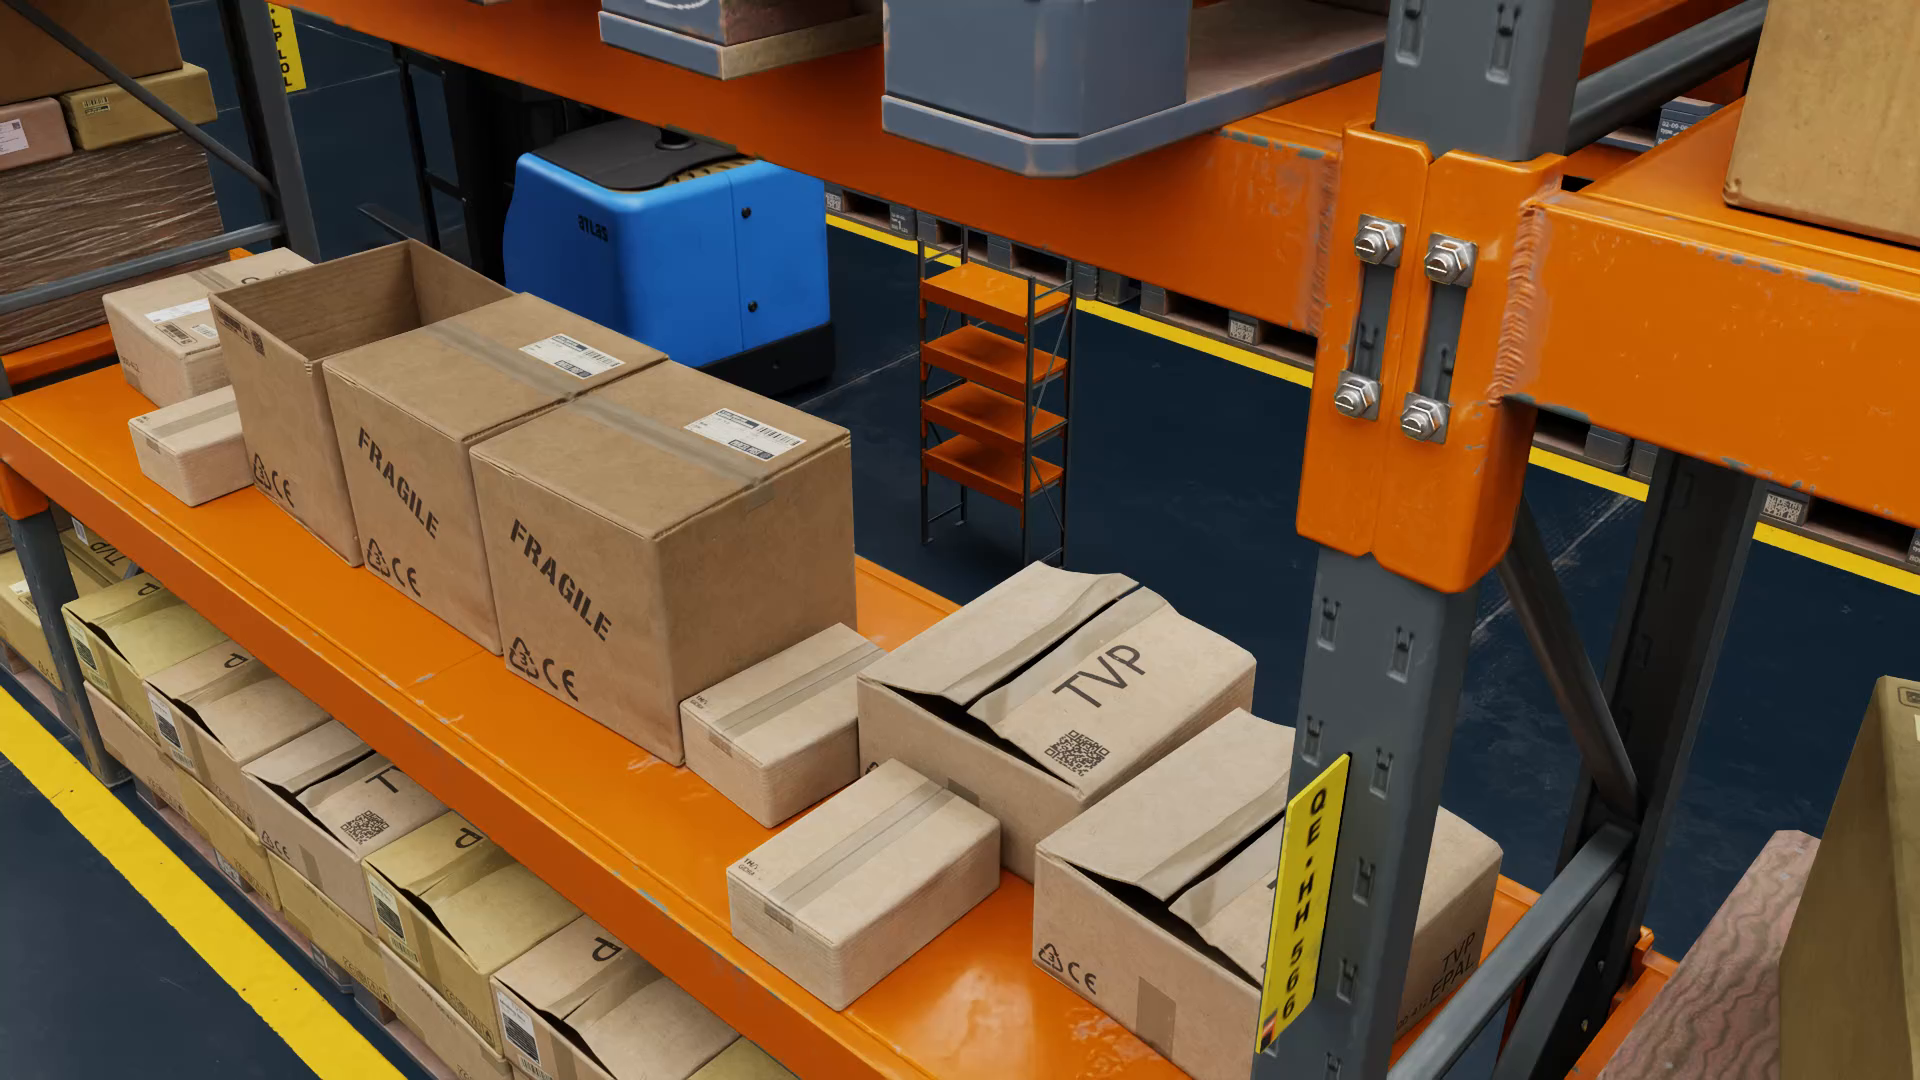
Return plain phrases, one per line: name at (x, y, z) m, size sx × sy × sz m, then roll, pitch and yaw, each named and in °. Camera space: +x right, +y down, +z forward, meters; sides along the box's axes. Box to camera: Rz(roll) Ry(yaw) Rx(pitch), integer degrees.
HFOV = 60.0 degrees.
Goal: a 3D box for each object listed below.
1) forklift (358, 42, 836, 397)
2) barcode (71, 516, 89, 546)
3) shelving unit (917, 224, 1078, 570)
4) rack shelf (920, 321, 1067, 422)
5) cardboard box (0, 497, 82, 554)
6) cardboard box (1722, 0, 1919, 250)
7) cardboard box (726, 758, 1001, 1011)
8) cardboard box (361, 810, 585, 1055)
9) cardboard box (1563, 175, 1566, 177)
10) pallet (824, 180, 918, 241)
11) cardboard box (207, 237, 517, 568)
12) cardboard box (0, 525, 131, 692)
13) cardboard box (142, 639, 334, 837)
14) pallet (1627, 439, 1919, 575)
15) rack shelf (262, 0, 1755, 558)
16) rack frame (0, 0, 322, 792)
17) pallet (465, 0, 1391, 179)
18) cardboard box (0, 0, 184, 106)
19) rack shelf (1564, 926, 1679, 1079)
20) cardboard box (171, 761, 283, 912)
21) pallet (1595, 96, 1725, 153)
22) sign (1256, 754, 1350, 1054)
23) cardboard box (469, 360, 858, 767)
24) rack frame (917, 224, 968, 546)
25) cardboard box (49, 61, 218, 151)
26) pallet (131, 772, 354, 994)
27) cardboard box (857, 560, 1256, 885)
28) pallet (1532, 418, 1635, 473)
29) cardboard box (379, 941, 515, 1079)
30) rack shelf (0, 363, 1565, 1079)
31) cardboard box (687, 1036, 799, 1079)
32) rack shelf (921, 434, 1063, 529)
forklift at (-1.906, -2.354, 7.319) m, size 1.130 × 2.935 × 3.031 m, roll -25°, pitch 39°, yaw -35°
barcode at (-2.353, -0.023, 4.447) m, size 0.075 × 0.075 × 0.001 m, roll 25°, pitch 39°, yaw 35°
shelving unit at (0.123, -0.457, 5.845) m, size 0.503 × 1.200 × 0.258 m, roll 25°, pitch 39°, yaw 35°
rack shelf at (0.123, -0.591, 5.765) m, size 0.480 × 0.148 × 0.258 m, roll 25°, pitch 39°, yaw 35°
cardboard box at (-3.116, -0.320, 5.404) m, size 0.500 × 0.500 × 0.500 m, roll 25°, pitch 39°, yaw 35°
cardboard box at (1.049, -0.548, 1.246) m, size 0.500 × 0.500 × 0.910 m, roll 25°, pitch 39°, yaw 35°
cardboard box at (-0.150, 0.544, 2.681) m, size 0.250 × 0.149 × 0.380 m, roll 25°, pitch 39°, yaw 35°
cardboard box at (-0.983, 0.786, 3.752) m, size 0.500 × 0.311 × 0.500 m, roll 26°, pitch 40°, yaw 36°
cardboard box at (2.332, -1.498, 7.101) m, size 0.500 × 0.250 × 0.500 m, roll 24°, pitch 38°, yaw 34°
pallet at (-0.372, -2.084, 9.507) m, size 1.213 × 0.211 × 1.003 m, roll 25°, pitch 39°, yaw 35°
cardboard box at (-1.314, -0.331, 3.794) m, size 0.500 × 0.500 × 0.500 m, roll -26°, pitch 40°, yaw -36°
cardboard box at (-2.754, 0.179, 5.303) m, size 0.500 × 0.250 × 0.500 m, roll 25°, pitch 39°, yaw 35°
cardboard box at (-1.756, 0.429, 4.344) m, size 0.500 × 0.311 × 0.500 m, roll 25°, pitch 39°, yaw 35°
pallet at (3.446, -0.330, 6.593) m, size 1.213 × 0.211 × 1.003 m, roll 25°, pitch 39°, yaw 35°
rack shelf at (-0.780, -1.027, 2.836) m, size 4.000 × 0.370 × 1.077 m, roll 25°, pitch 39°, yaw 35°
rack frame at (-2.263, -0.742, 4.574) m, size 0.127 × 3.000 × 1.000 m, roll 25°, pitch 39°, yaw 35°
pallet at (0.139, -0.763, 1.883) m, size 1.003 × 0.211 × 1.213 m, roll 27°, pitch 40°, yaw 37°
cardboard box at (-2.596, -1.492, 4.465) m, size 0.500 × 0.500 × 0.700 m, roll 25°, pitch 39°, yaw 35°
rack shelf at (2.186, 1.643, 1.310) m, size 4.000 × 0.370 × 1.077 m, roll 25°, pitch 39°, yaw 35°
cardboard box at (-1.752, 0.668, 4.491) m, size 0.500 × 0.250 × 0.500 m, roll 26°, pitch 40°, yaw 36°
pallet at (2.529, -1.840, 6.585) m, size 1.213 × 0.211 × 1.003 m, roll 25°, pitch 39°, yaw 35°
sign at (0.333, 0.360, 1.622) m, size 0.005 × 0.325 × 0.100 m, roll 25°, pitch 39°, yaw 35°
cardboard box at (-0.552, 0.025, 3.203) m, size 0.500 × 0.500 × 0.500 m, roll 23°, pitch 38°, yaw 33°
rack frame at (-0.058, -0.541, 5.986) m, size 0.015 × 1.200 × 0.240 m, roll 25°, pitch 39°, yaw 35°
cardboard box at (-2.332, -1.230, 4.659) m, size 0.250 × 0.149 × 0.380 m, roll 25°, pitch 39°, yaw 35°
pallet at (-1.691, 0.693, 4.895) m, size 1.213 × 0.211 × 1.003 m, roll 25°, pitch 39°, yaw 35°
cardboard box at (0.169, 0.297, 2.935) m, size 0.500 × 0.311 × 0.500 m, roll 25°, pitch 39°, yaw 35°
pallet at (2.545, -0.752, 7.294) m, size 1.213 × 0.211 × 1.003 m, roll 25°, pitch 39°, yaw 35°
cardboard box at (-0.990, 1.022, 3.902) m, size 0.500 × 0.250 × 0.500 m, roll 26°, pitch 40°, yaw 36°
rack shelf at (-0.780, 0.258, 3.610) m, size 4.000 × 0.370 × 1.077 m, roll 25°, pitch 39°, yaw 35°
cardboard box at (-0.241, 1.136, 3.170) m, size 0.500 × 0.311 × 0.500 m, roll 24°, pitch 39°, yaw 34°
rack shelf at (0.123, -0.229, 5.982) m, size 0.480 × 0.148 × 0.258 m, roll 25°, pitch 39°, yaw 35°
